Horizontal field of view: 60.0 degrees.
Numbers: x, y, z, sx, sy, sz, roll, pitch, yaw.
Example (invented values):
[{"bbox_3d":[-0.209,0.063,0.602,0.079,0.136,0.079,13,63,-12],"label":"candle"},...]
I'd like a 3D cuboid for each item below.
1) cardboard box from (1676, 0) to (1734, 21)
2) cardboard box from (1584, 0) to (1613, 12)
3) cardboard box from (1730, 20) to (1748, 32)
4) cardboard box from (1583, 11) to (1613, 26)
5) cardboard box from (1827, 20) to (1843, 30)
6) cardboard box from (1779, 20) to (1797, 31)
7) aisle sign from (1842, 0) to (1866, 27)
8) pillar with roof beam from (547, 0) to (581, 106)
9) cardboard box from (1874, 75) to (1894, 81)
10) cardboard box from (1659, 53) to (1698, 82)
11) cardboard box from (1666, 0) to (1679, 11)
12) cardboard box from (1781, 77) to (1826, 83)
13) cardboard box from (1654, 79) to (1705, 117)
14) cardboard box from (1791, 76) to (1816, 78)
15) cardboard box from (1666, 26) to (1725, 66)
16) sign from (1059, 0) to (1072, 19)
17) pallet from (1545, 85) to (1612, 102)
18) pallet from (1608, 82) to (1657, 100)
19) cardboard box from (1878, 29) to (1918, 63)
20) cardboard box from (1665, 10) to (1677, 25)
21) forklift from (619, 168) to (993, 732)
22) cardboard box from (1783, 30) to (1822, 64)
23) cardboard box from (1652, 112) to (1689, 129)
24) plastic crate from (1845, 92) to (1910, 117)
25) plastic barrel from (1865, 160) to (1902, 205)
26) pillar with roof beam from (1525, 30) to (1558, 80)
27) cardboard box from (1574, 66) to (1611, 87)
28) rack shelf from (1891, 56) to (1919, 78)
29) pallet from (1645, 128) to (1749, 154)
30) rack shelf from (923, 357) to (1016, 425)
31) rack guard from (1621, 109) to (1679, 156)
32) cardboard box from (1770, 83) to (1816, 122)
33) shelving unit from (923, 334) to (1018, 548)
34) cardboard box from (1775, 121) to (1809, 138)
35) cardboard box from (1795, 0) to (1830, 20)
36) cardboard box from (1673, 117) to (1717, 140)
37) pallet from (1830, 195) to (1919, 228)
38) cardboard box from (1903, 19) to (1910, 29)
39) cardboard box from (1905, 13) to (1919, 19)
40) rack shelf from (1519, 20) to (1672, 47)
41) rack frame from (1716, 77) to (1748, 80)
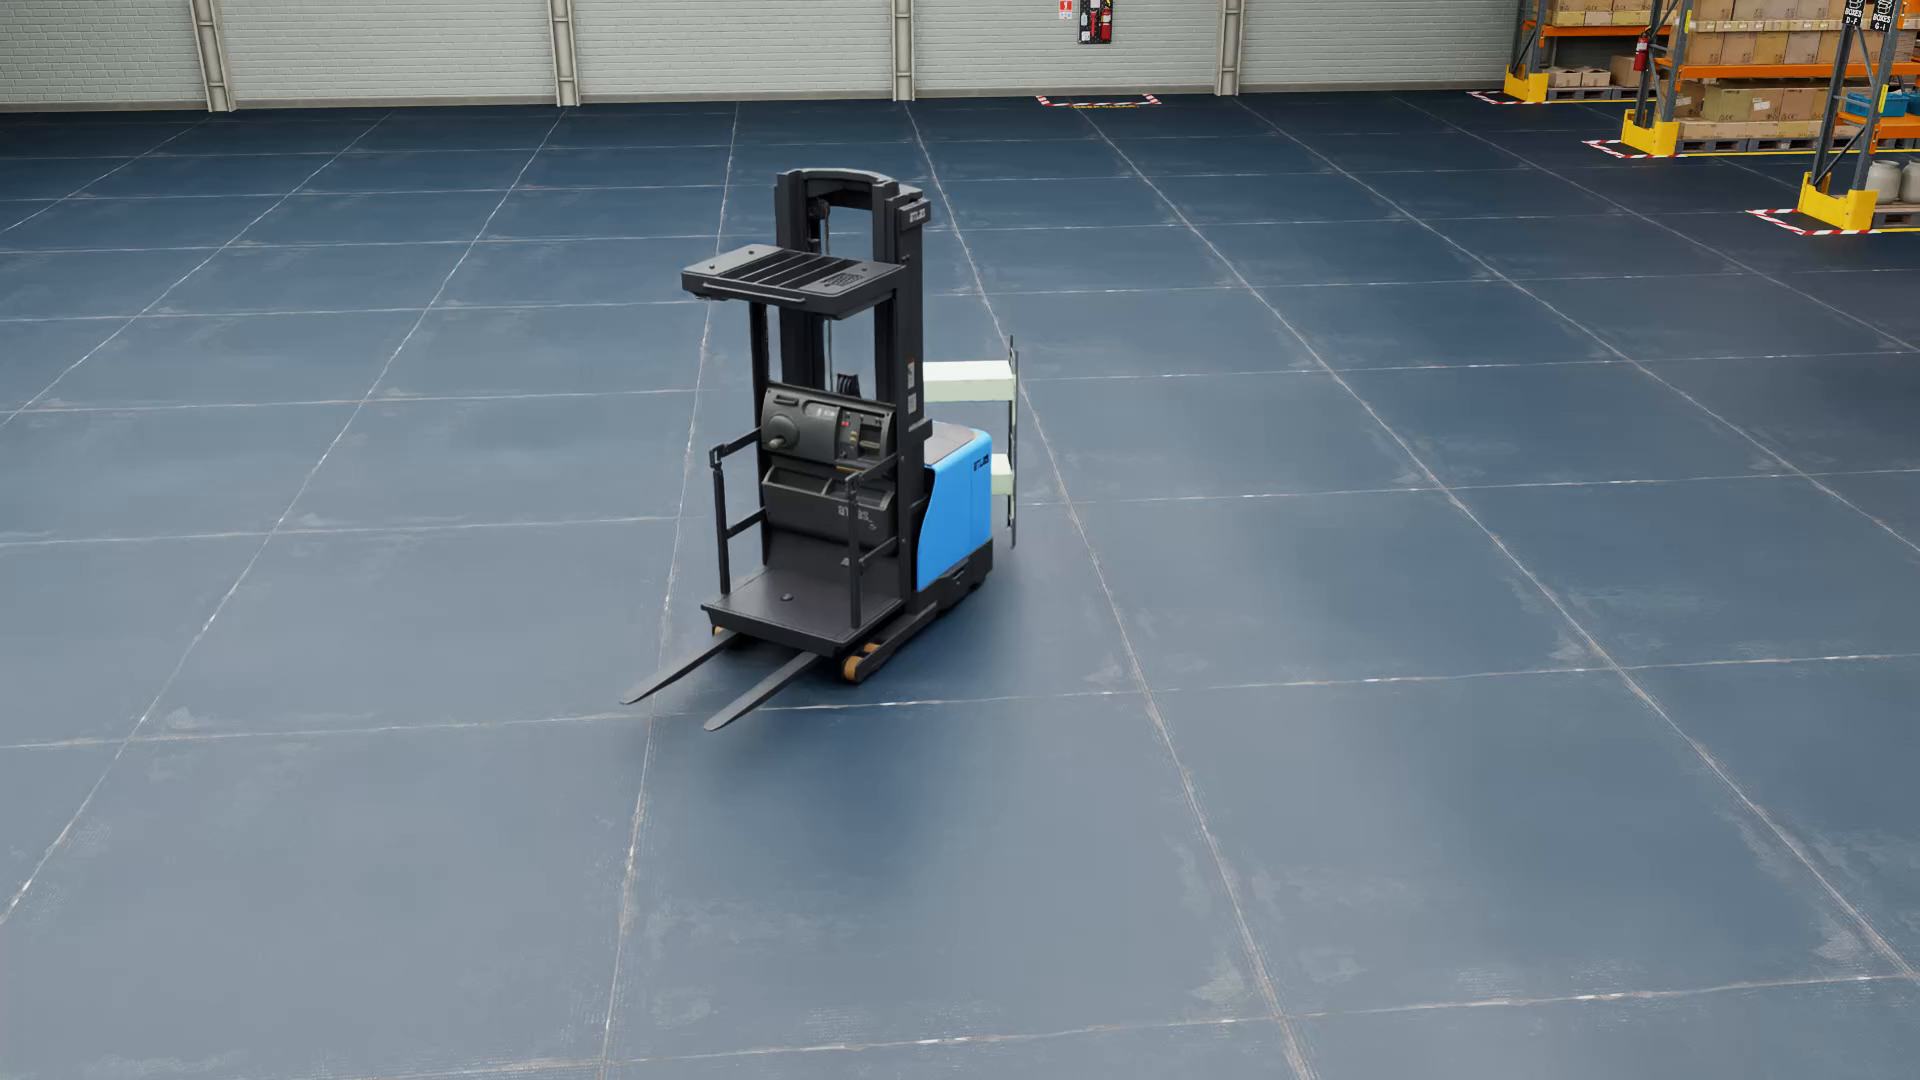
[{"bbox_3d":[11.308,-8.167,25.212,0.500,0.500,0.700,-2,24,-5],"label":"cardboard box"},{"bbox_3d":[11.296,-9.712,29.644,0.500,0.500,0.500,-2,24,-5],"label":"cardboard box"},{"bbox_3d":[11.712,-7.805,25.195,0.250,0.149,0.380,-2,24,-5],"label":"cardboard box"},{"bbox_3d":[11.331,-9.374,29.806,0.500,0.250,0.500,-3,24,-7],"label":"cardboard box"},{"bbox_3d":[13.257,-7.868,25.336,0.250,0.149,0.380,-2,24,-4],"label":"cardboard box"},{"bbox_3d":[12.482,-7.836,25.266,0.250,0.149,0.380,-3,24,-6],"label":"cardboard box"},{"bbox_3d":[11.172,-6.816,20.692,0.004,0.787,0.394,-2,24,-5],"label":"aisle sign"},{"bbox_3d":[-6.579,-10.176,24.065,0.400,9.000,9.100,-2,24,-5],"label":"pillar with roof beam"},{"bbox_3d":[17.025,-8.870,31.049,0.500,0.500,0.700,-2,24,-5],"label":"cardboard box"},{"bbox_3d":[13.250,-8.676,30.613,0.500,0.500,0.500,-4,24,-9],"label":"cardboard box"},{"bbox_3d":[12.841,-9.777,29.789,0.500,0.500,0.500,-3,24,-7],"label":"cardboard box"},{"bbox_3d":[13.283,-7.019,26.294,0.500,0.500,0.500,-2,24,-5],"label":"cardboard box"},{"bbox_3d":[11.294,-6.933,26.100,0.500,0.500,0.500,-2,24,-5],"label":"cardboard box"},{"bbox_3d":[15.519,-8.811,30.916,0.500,0.500,0.700,-3,24,-6],"label":"cardboard box"},{"bbox_3d":[11.255,-7.573,25.471,0.500,0.500,0.700,-2,24,-5],"label":"cardboard box"},{"bbox_3d":[1.916,-9.606,30.125,0.234,0.329,0.001,-2,24,-5],"label":"sign"},{"bbox_3d":[11.186,-8.262,30.579,1.213,0.211,1.003,-2,24,-5],"label":"pallet"},{"bbox_3d":[12.398,-8.310,30.686,1.213,0.211,1.003,-2,24,-5],"label":"pallet"},{"bbox_3d":[14.329,-7.698,25.754,0.500,0.500,0.700,-3,24,-7],"label":"cardboard box"},{"bbox_3d":[12.842,-9.431,29.936,0.500,0.250,0.500,-2,24,-5],"label":"cardboard box"},{"bbox_3d":[-0.935,-0.669,10.146,1.130,2.935,3.031,13,27,27],"label":"forklift"},{"bbox_3d":[12.795,-7.635,25.612,0.500,0.500,0.700,-2,24,-4],"label":"cardboard box"},{"bbox_3d":[11.294,-6.590,26.251,0.500,0.250,0.500,-2,24,-5],"label":"cardboard box"},{"bbox_3d":[11.741,-5.584,21.303,0.616,0.251,0.499,-2,24,-5],"label":"plastic crate"},{"bbox_3d":[11.920,-4.623,21.505,0.421,0.512,0.421,0,24,0],"label":"plastic barrel"},{"bbox_3d":[11.333,-10.894,25.681,0.400,9.000,9.100,-2,24,-5],"label":"pillar with roof beam"},{"bbox_3d":[11.563,-8.502,30.453,0.500,0.311,0.500,0,24,-1],"label":"cardboard box"},{"bbox_3d":[16.760,-7.424,26.146,4.000,0.370,1.077,-2,24,-5],"label":"rack shelf"},{"bbox_3d":[11.546,-6.287,26.134,1.213,0.211,1.003,-2,24,-5],"label":"pallet"},{"bbox_3d":[0.015,-1.052,11.809,0.720,0.370,0.431,-2,24,-4],"label":"rack shelf"},{"bbox_3d":[10.765,-6.370,25.966,0.348,0.500,1.175,-2,24,-5],"label":"rack guard"},{"bbox_3d":[12.838,-6.782,25.760,0.500,0.500,0.500,-2,24,-5],"label":"cardboard box"},{"bbox_3d":[0.015,-0.695,11.967,0.755,1.500,0.431,-2,24,-4],"label":"shelving unit"},{"bbox_3d":[12.838,-6.439,25.913,0.500,0.250,0.500,-2,24,-5],"label":"cardboard box"},{"bbox_3d":[12.831,-8.231,25.355,0.500,0.500,0.700,-2,24,-5],"label":"cardboard box"},{"bbox_3d":[11.345,-6.380,25.780,0.500,0.250,0.500,-2,24,-5],"label":"cardboard box"},{"bbox_3d":[12.152,-4.289,21.640,1.213,0.211,1.003,-2,24,-5],"label":"pallet"},{"bbox_3d":[14.274,-7.909,25.428,0.250,0.149,0.380,-3,24,-6],"label":"cardboard box"},{"bbox_3d":[14.329,-8.291,25.491,0.500,0.500,0.700,-2,24,-5],"label":"cardboard box"},{"bbox_3d":[12.289,-9.267,30.291,4.000,0.370,1.077,-2,24,-5],"label":"rack shelf"},{"bbox_3d":[14.279,-9.675,30.324,0.127,3.000,1.000,-2,24,-5],"label":"rack frame"}]
